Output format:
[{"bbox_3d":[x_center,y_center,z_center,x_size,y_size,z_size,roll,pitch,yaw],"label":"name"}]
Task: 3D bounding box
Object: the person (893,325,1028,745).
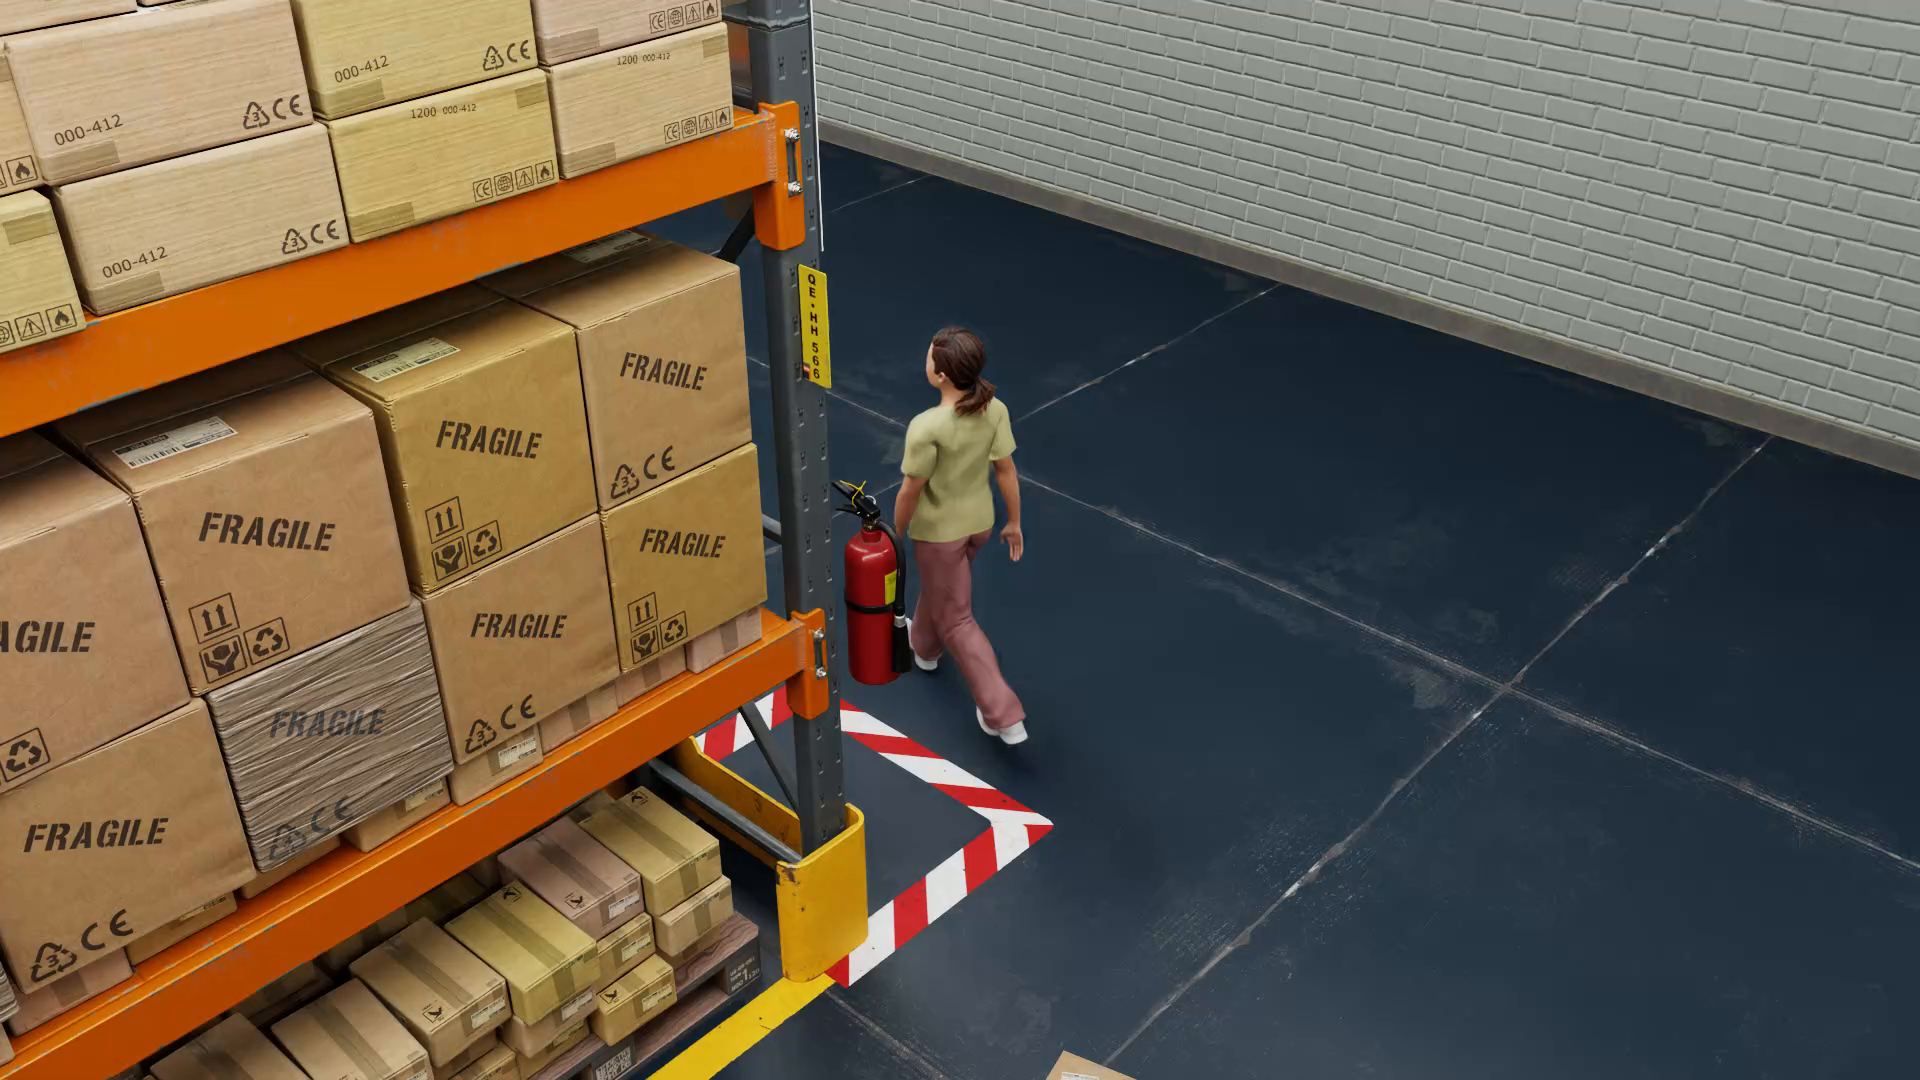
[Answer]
[{"bbox_3d":[-0.048,-0.051,6.225,0.477,1.628,0.996,-22,38,-32],"label":"person"}]
